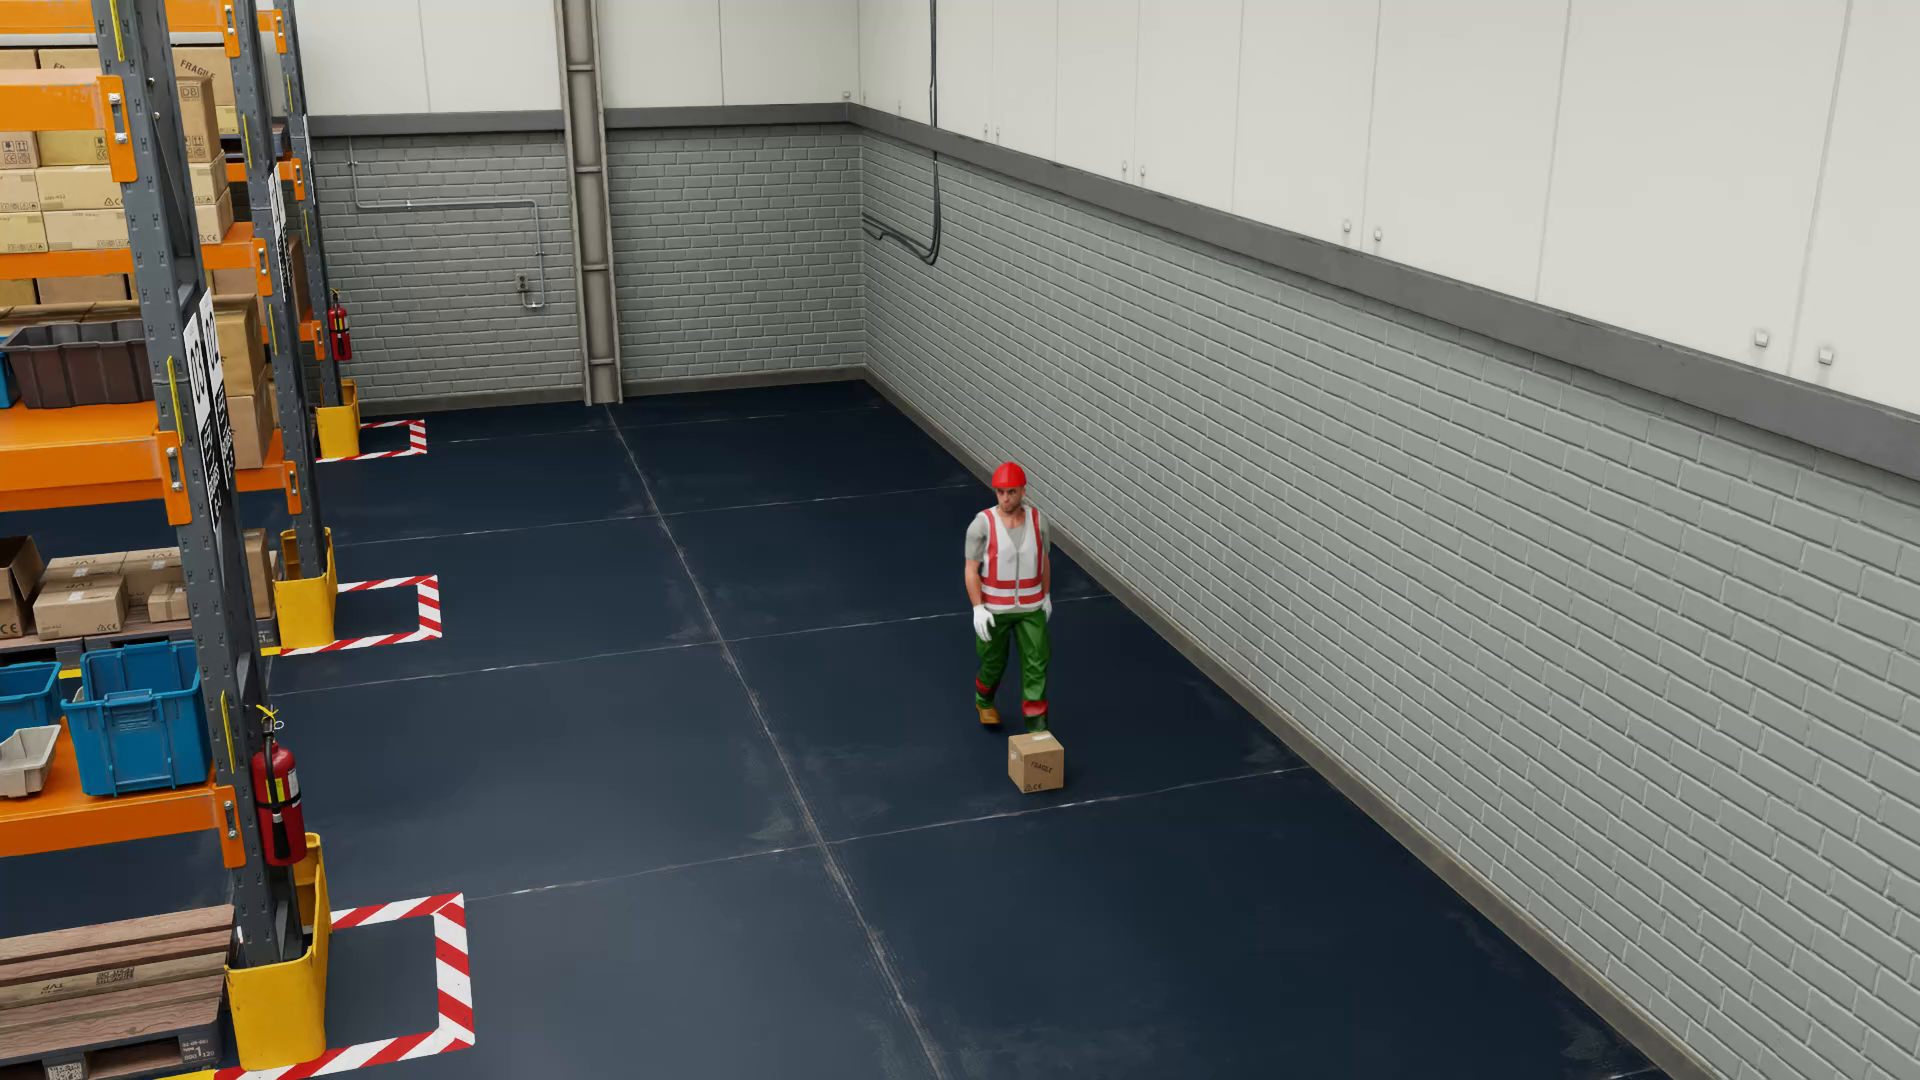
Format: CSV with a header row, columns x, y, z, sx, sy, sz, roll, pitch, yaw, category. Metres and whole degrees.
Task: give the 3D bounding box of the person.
x,y,z,sx,sy,sz,roll,pitch,yaw,category
0.328,0.422,9.833,0.571,1.743,0.969,-4,19,-11,person
